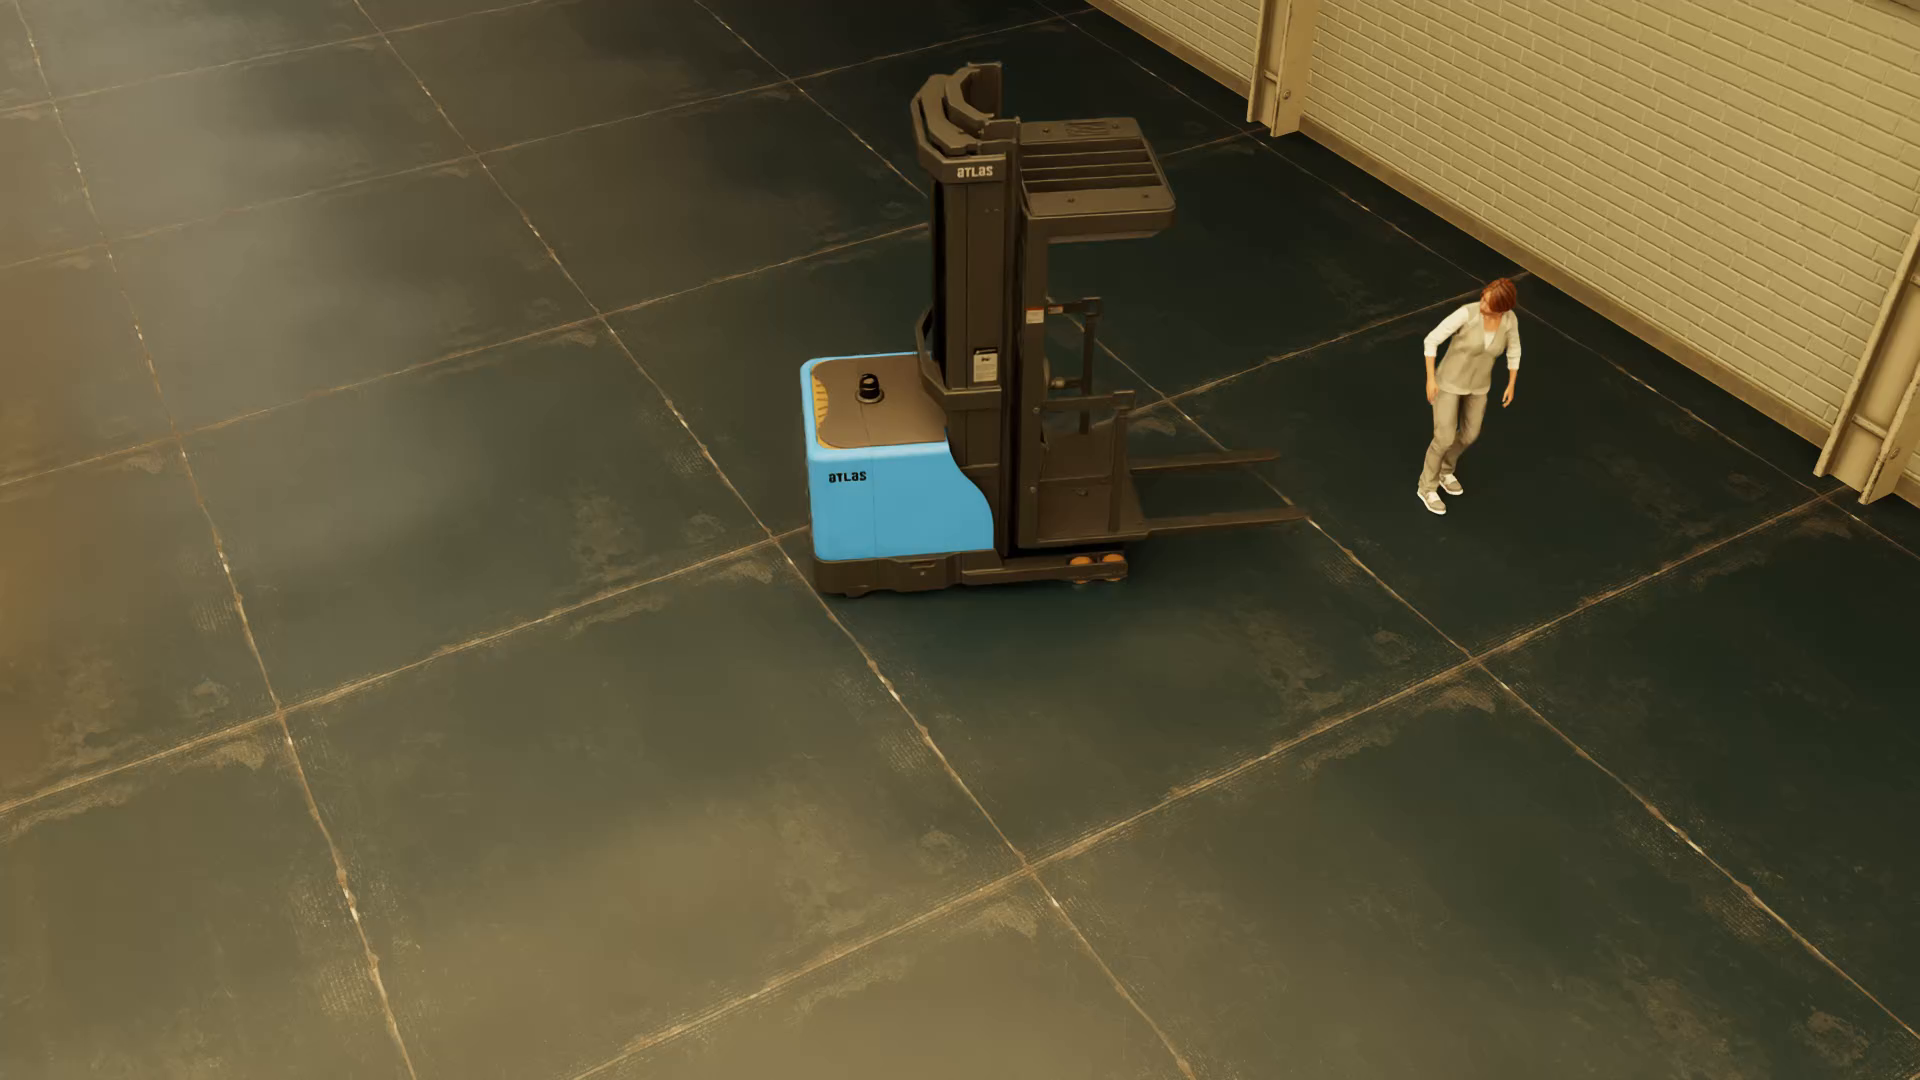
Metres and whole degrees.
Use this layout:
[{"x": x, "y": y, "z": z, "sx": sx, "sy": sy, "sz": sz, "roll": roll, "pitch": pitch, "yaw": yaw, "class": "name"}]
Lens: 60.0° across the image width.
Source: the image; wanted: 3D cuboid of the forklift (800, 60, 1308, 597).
[{"x": 0.584, "y": -1.198, "z": 9.480, "sx": 3.031, "sy": 2.935, "sz": 1.130, "roll": -4, "pitch": 40, "yaw": -5, "class": "forklift"}]

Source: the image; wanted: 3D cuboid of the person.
[{"x": 3.134, "y": -0.908, "z": 10.198, "sx": 0.617, "sy": 1.578, "sz": 0.445, "roll": -9, "pitch": 40, "yaw": -10, "class": "person"}]
